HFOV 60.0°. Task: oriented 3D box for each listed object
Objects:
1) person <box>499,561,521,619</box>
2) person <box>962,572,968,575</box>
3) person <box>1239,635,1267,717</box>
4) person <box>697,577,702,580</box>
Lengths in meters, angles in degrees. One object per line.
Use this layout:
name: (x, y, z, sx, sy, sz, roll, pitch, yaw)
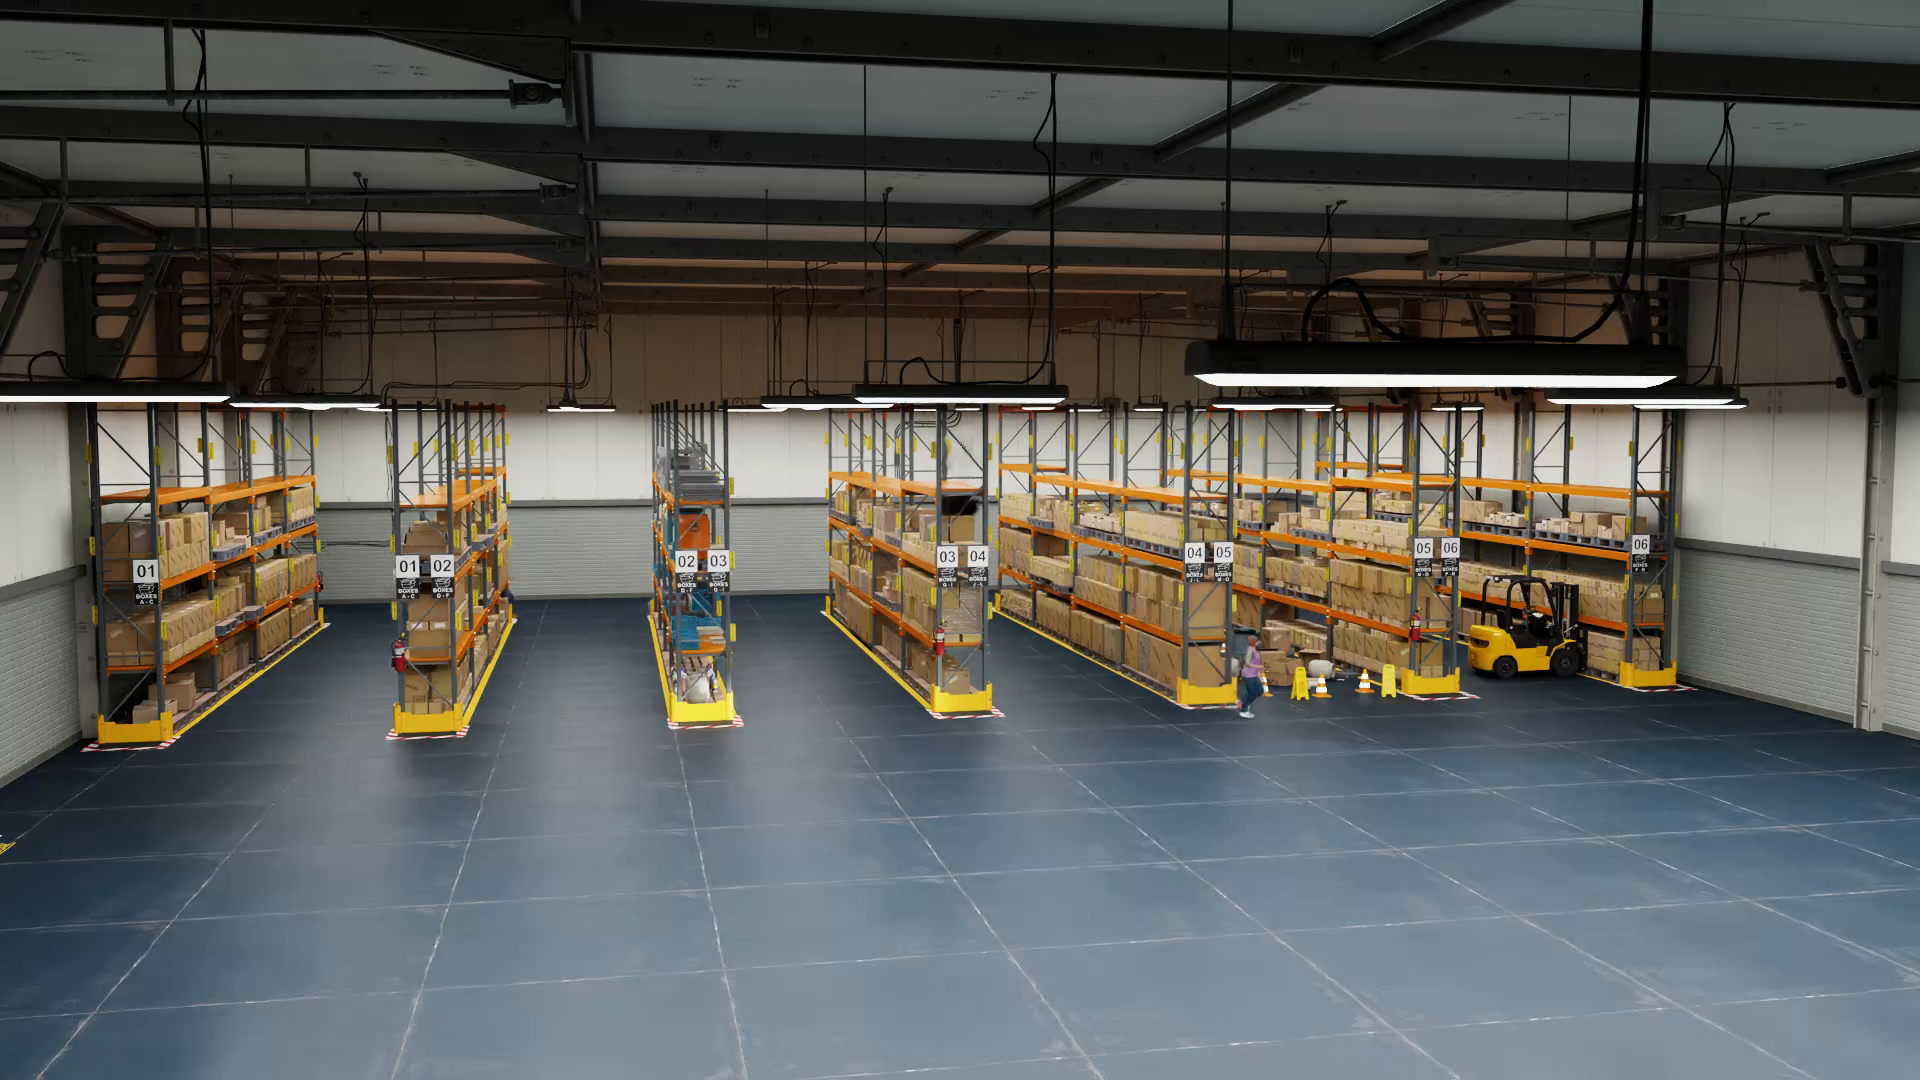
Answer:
person: (-12.815, 1.391, 46.772, 0.882, 1.656, 0.634, -1, 4, -10)
person: (0.044, 1.263, 48.294, 0.691, 1.649, 0.565, 1, 5, 17)
person: (5.536, 2.574, 31.376, 0.553, 1.565, 0.519, 2, 5, 26)
person: (-7.474, 1.226, 47.906, 0.932, 1.766, 0.669, -1, 4, -14)
